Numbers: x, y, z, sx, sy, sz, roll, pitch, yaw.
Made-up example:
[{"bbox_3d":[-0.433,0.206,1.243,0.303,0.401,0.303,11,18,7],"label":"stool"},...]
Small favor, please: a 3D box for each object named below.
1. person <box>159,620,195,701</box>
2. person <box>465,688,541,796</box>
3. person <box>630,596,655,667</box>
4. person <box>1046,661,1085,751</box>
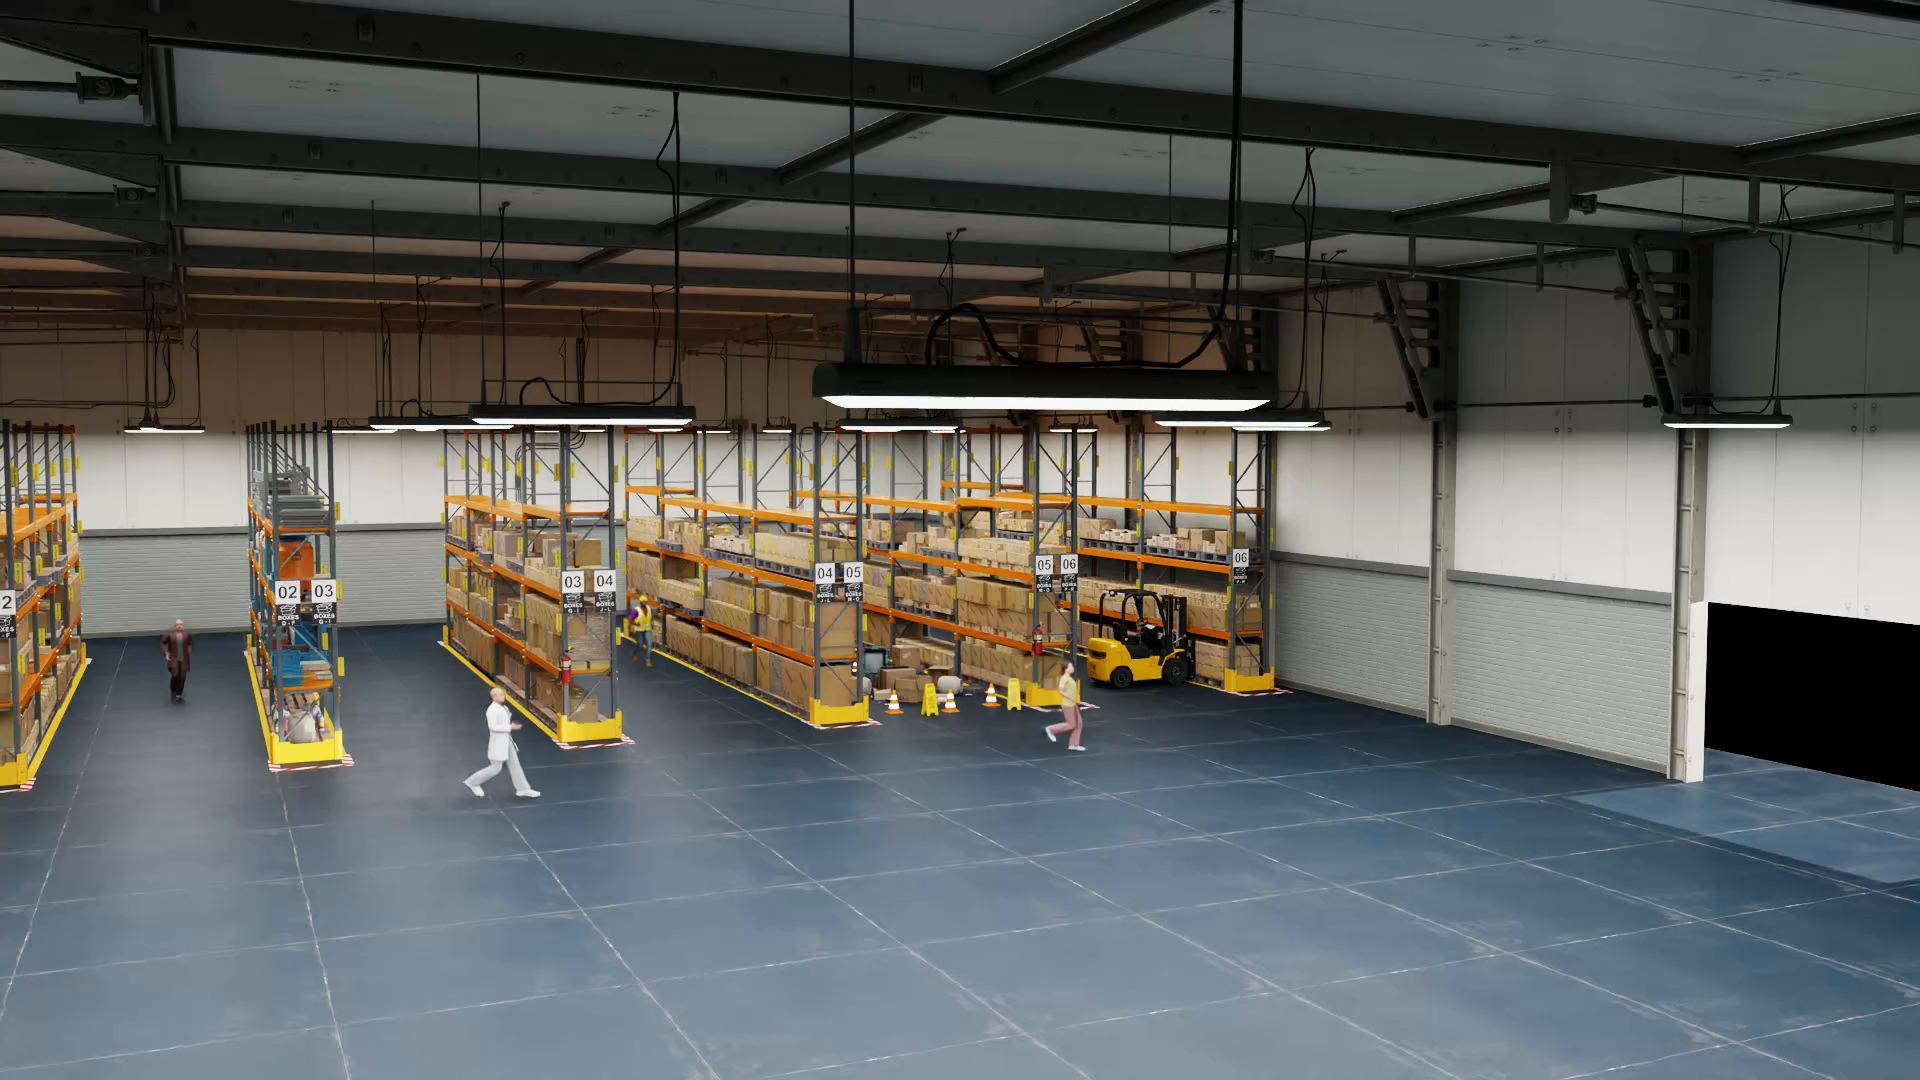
[{"bbox_3d":[-16.855,2.600,35.877,0.680,1.749,0.696,-3,4,-37],"label":"person"},{"bbox_3d":[-7.185,3.166,26.083,1.148,1.710,0.727,0,4,2],"label":"person"},{"bbox_3d":[-7.913,2.255,41.385,0.681,1.754,0.948,-2,4,-34],"label":"person"},{"bbox_3d":[1.936,3.015,30.327,0.731,1.641,0.579,1,4,15],"label":"person"}]
